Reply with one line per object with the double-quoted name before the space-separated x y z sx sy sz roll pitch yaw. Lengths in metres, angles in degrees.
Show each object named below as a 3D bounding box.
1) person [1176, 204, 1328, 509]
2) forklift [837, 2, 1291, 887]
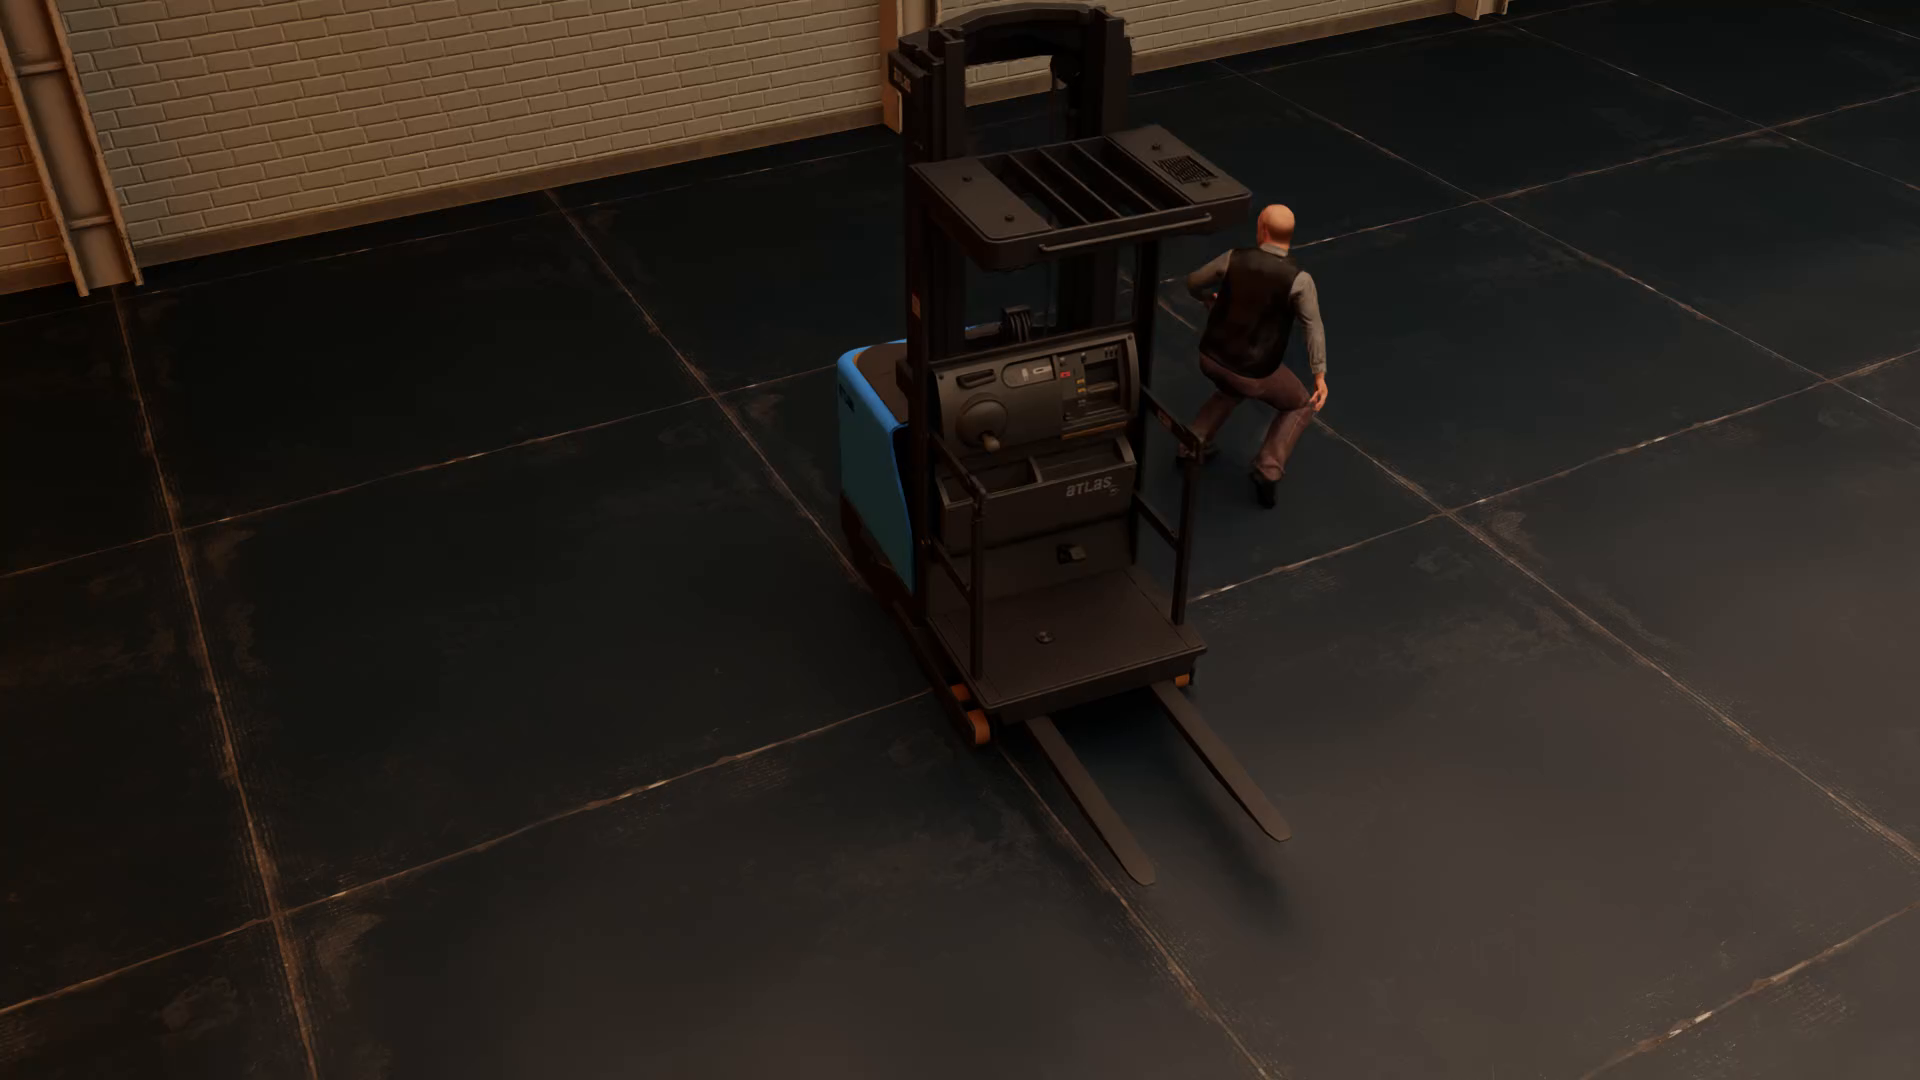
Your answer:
"person" 1.568 -0.935 8.704 0.967 1.607 0.502 28 44 34
"forklift" 0.422 -0.563 6.920 1.130 2.935 3.031 -14 38 -19
